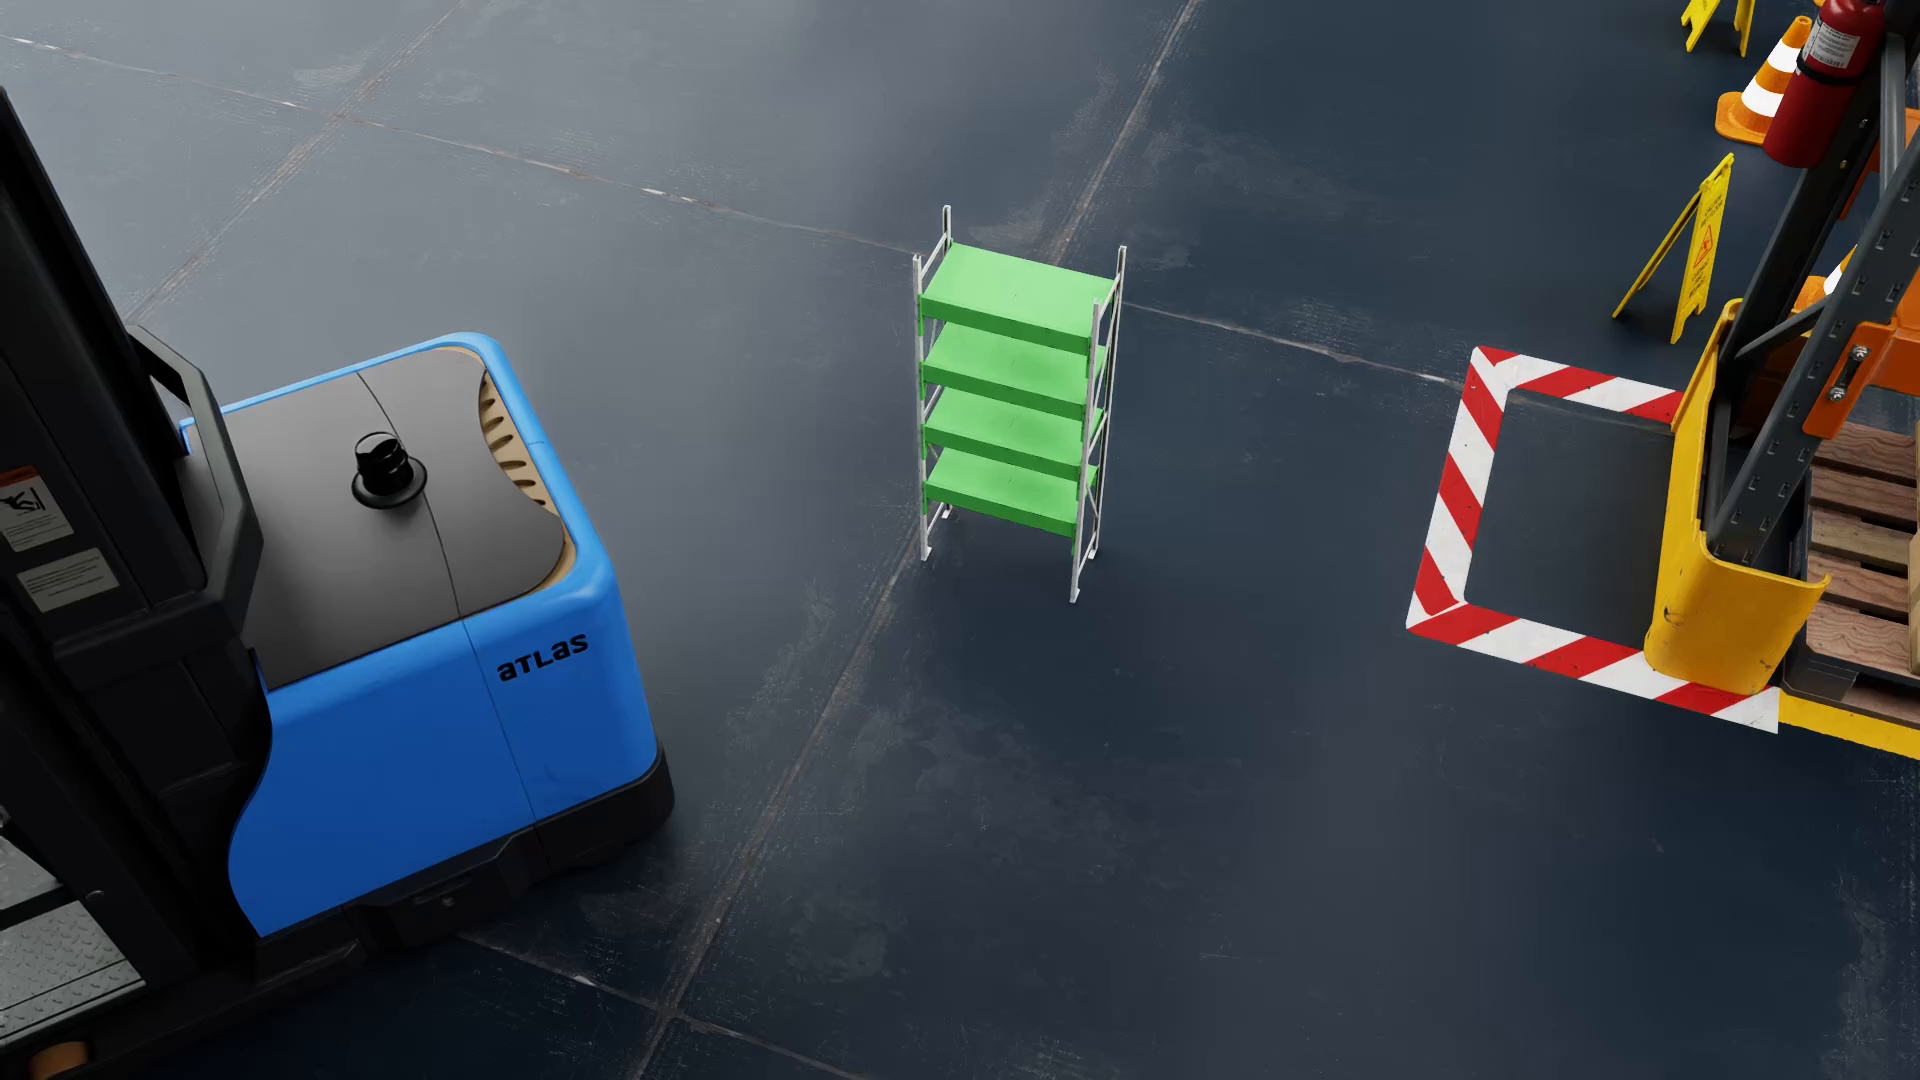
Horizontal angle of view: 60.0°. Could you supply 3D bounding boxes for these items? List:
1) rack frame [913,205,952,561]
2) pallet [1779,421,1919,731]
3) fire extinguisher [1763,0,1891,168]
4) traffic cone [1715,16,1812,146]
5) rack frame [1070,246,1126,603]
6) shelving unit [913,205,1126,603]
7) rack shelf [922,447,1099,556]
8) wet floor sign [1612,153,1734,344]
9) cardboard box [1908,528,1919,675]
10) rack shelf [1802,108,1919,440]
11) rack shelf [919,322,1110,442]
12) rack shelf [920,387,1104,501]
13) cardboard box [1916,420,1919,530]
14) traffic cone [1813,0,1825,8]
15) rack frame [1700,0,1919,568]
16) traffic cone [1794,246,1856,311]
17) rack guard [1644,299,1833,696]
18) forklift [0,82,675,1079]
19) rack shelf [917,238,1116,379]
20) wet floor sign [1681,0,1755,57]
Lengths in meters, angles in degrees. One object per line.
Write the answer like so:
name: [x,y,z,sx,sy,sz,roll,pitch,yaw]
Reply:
rack frame: [-0.074,-0.414,4.814,0.015,1.200,0.240,16,51,13]
pallet: [3.132,0.179,4.955,1.213,0.211,1.003,16,51,13]
fire extinguisher: [2.363,-1.323,4.463,0.183,0.674,0.296,16,51,13]
traffic cone: [3.227,-1.838,6.537,0.334,0.463,0.336,16,51,13]
rack frame: [0.384,-0.286,4.704,0.015,1.200,0.240,16,51,13]
shelving unit: [0.155,-0.350,4.759,0.503,1.200,0.258,16,51,13]
rack shelf: [0.155,-0.151,4.989,0.480,0.148,0.258,16,51,13]
wet floor sign: [2.503,-1.029,5.715,0.232,0.644,0.267,33,57,25]
cardboard box: [2.971,0.179,4.652,0.500,0.250,0.500,15,51,13]
rack shelf: [4.187,-0.232,3.942,4.000,0.370,1.077,16,51,13]
rack shelf: [0.155,-0.465,4.626,0.480,0.148,0.258,16,51,13]
rack shelf: [0.155,-0.308,4.807,0.480,0.148,0.258,16,51,13]
cardboard box: [3.185,-0.201,4.981,0.500,0.250,0.500,15,51,13]
traffic cone: [3.937,-2.550,7.154,0.334,0.463,0.336,16,51,13]
rack frame: [2.311,-0.992,4.124,0.127,3.000,1.000,16,51,13]
traffic cone: [3.161,-0.963,5.778,0.334,0.463,0.336,16,51,13]
rack guard: [2.382,-0.153,5.052,0.348,0.500,1.175,16,51,13]
forklift: [-2.325,0.022,3.291,3.031,2.935,1.130,-22,53,-18]
rack shelf: [0.155,-0.622,4.445,0.480,0.148,0.258,16,51,13]
wet floor sign: [3.218,-2.360,6.868,0.232,0.644,0.267,8,50,7]
